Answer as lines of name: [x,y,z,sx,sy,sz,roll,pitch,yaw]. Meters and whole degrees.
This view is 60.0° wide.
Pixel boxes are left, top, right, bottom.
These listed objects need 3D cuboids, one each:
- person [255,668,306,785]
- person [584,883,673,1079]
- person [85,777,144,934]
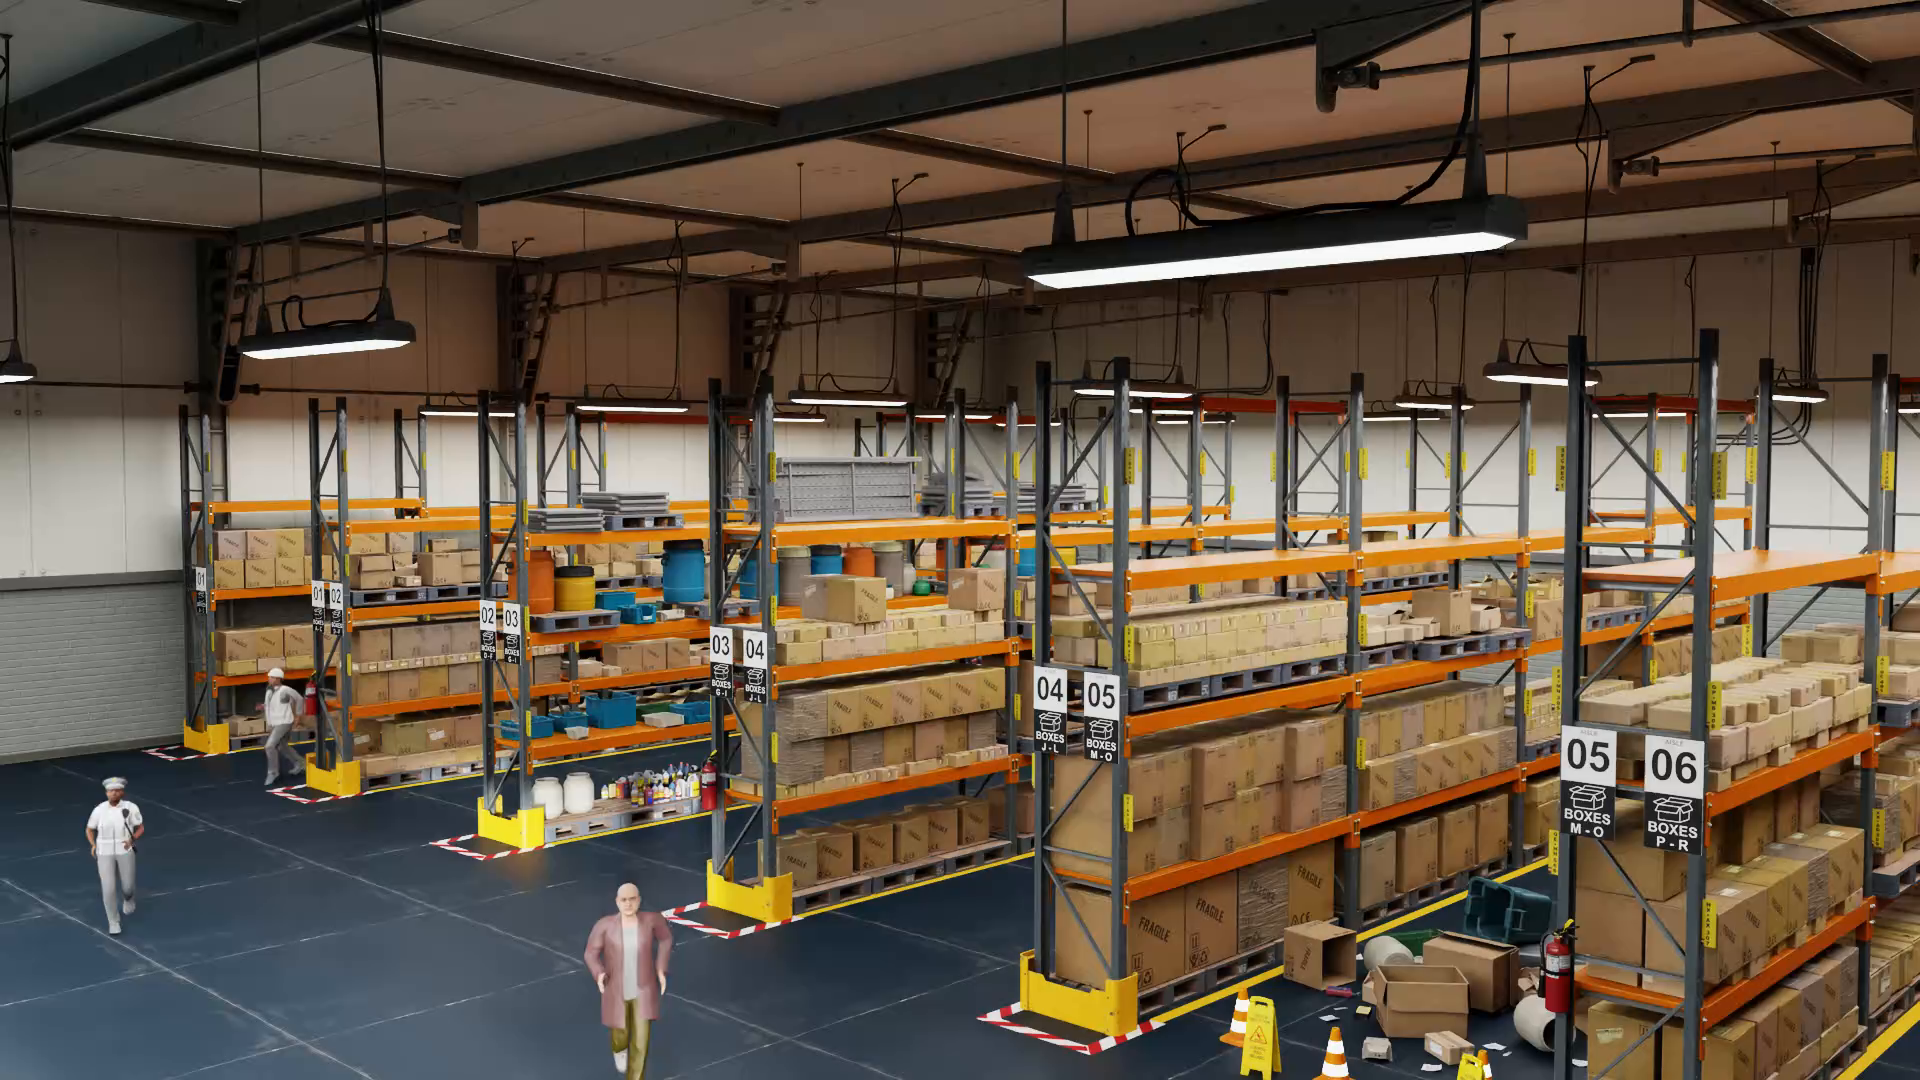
person: [-10.692,2.915,26.234,0.675,1.816,0.829,2,4,37]
person: [-2.640,3.587,13.290,0.704,1.755,0.932,-1,3,-13]
person: [-9.158,3.386,18.021,0.580,1.650,0.658,-1,3,-24]
